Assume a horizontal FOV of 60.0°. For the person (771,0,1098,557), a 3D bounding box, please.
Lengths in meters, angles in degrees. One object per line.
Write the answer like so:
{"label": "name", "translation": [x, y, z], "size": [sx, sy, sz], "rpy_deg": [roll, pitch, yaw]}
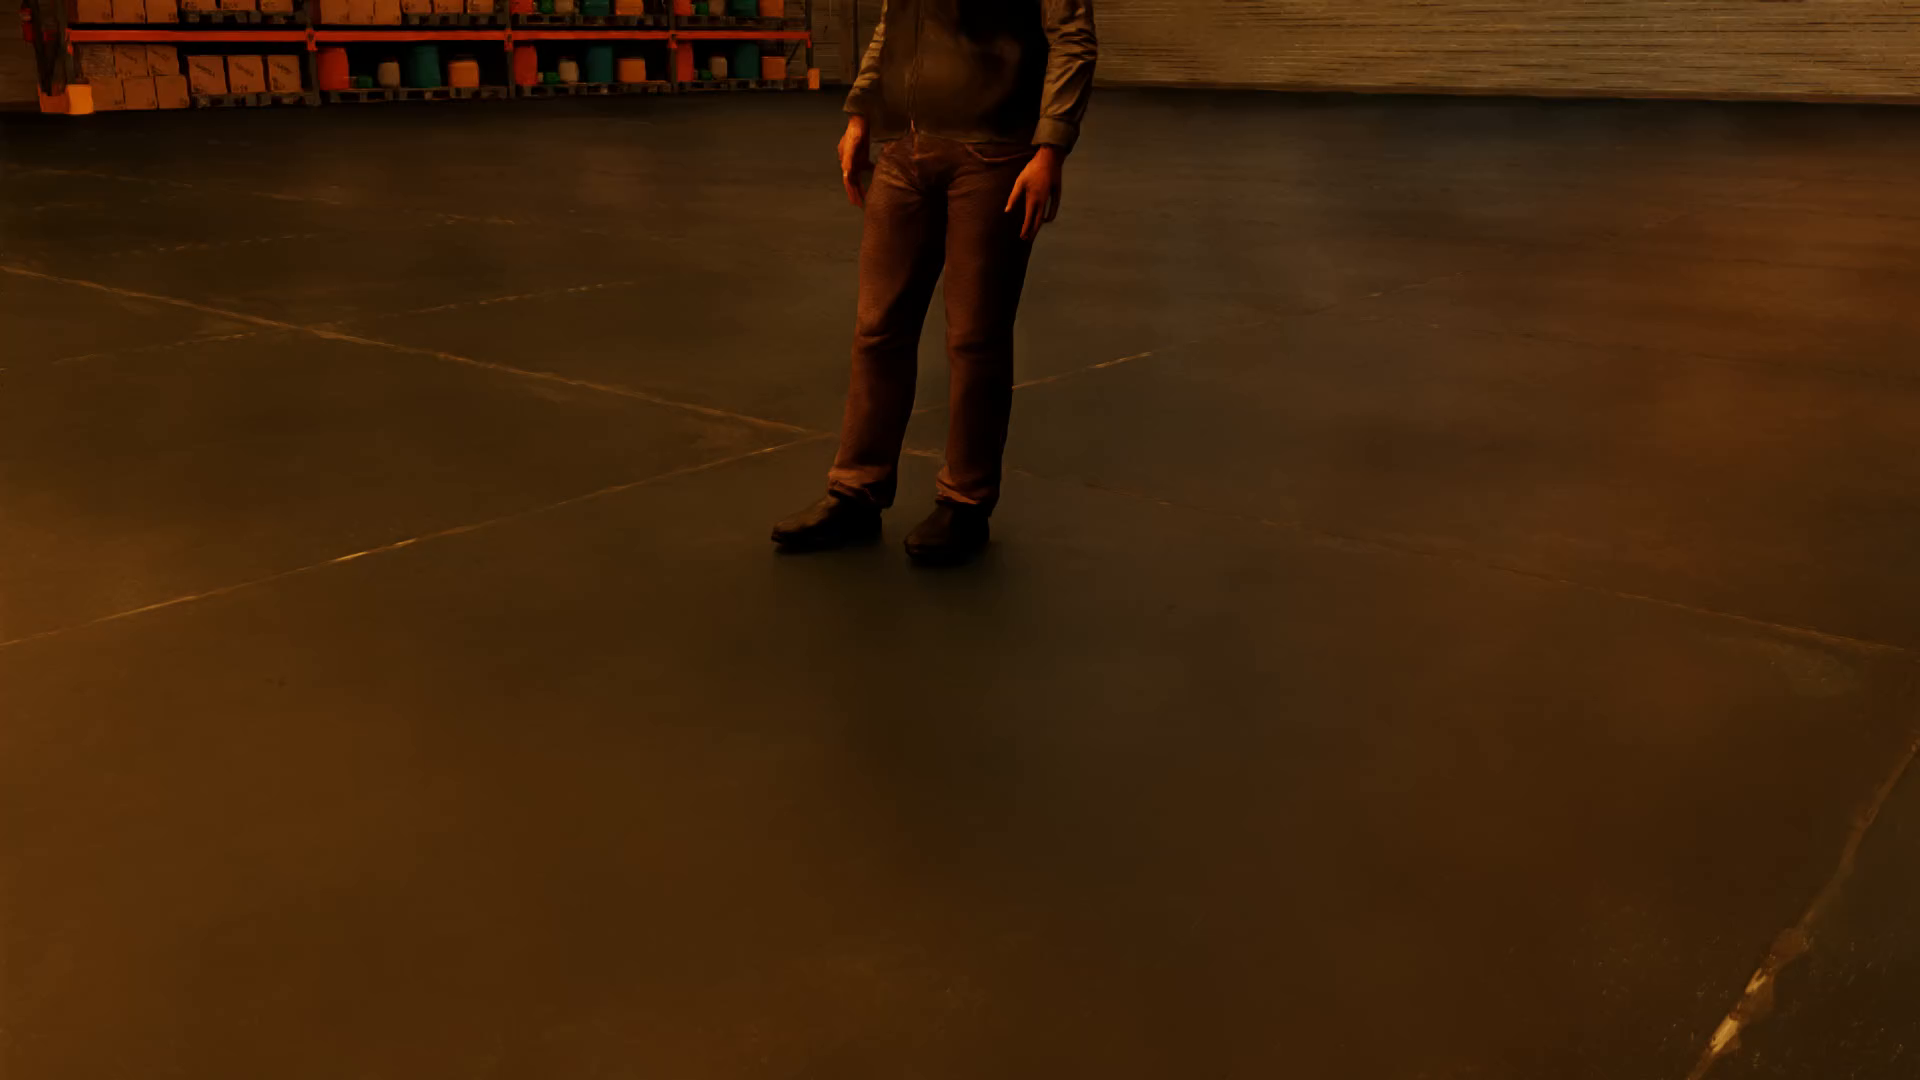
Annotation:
{"label": "person", "translation": [-0.046, -0.818, 3.649], "size": [0.632, 1.720, 0.567], "rpy_deg": [13, 21, 37]}
